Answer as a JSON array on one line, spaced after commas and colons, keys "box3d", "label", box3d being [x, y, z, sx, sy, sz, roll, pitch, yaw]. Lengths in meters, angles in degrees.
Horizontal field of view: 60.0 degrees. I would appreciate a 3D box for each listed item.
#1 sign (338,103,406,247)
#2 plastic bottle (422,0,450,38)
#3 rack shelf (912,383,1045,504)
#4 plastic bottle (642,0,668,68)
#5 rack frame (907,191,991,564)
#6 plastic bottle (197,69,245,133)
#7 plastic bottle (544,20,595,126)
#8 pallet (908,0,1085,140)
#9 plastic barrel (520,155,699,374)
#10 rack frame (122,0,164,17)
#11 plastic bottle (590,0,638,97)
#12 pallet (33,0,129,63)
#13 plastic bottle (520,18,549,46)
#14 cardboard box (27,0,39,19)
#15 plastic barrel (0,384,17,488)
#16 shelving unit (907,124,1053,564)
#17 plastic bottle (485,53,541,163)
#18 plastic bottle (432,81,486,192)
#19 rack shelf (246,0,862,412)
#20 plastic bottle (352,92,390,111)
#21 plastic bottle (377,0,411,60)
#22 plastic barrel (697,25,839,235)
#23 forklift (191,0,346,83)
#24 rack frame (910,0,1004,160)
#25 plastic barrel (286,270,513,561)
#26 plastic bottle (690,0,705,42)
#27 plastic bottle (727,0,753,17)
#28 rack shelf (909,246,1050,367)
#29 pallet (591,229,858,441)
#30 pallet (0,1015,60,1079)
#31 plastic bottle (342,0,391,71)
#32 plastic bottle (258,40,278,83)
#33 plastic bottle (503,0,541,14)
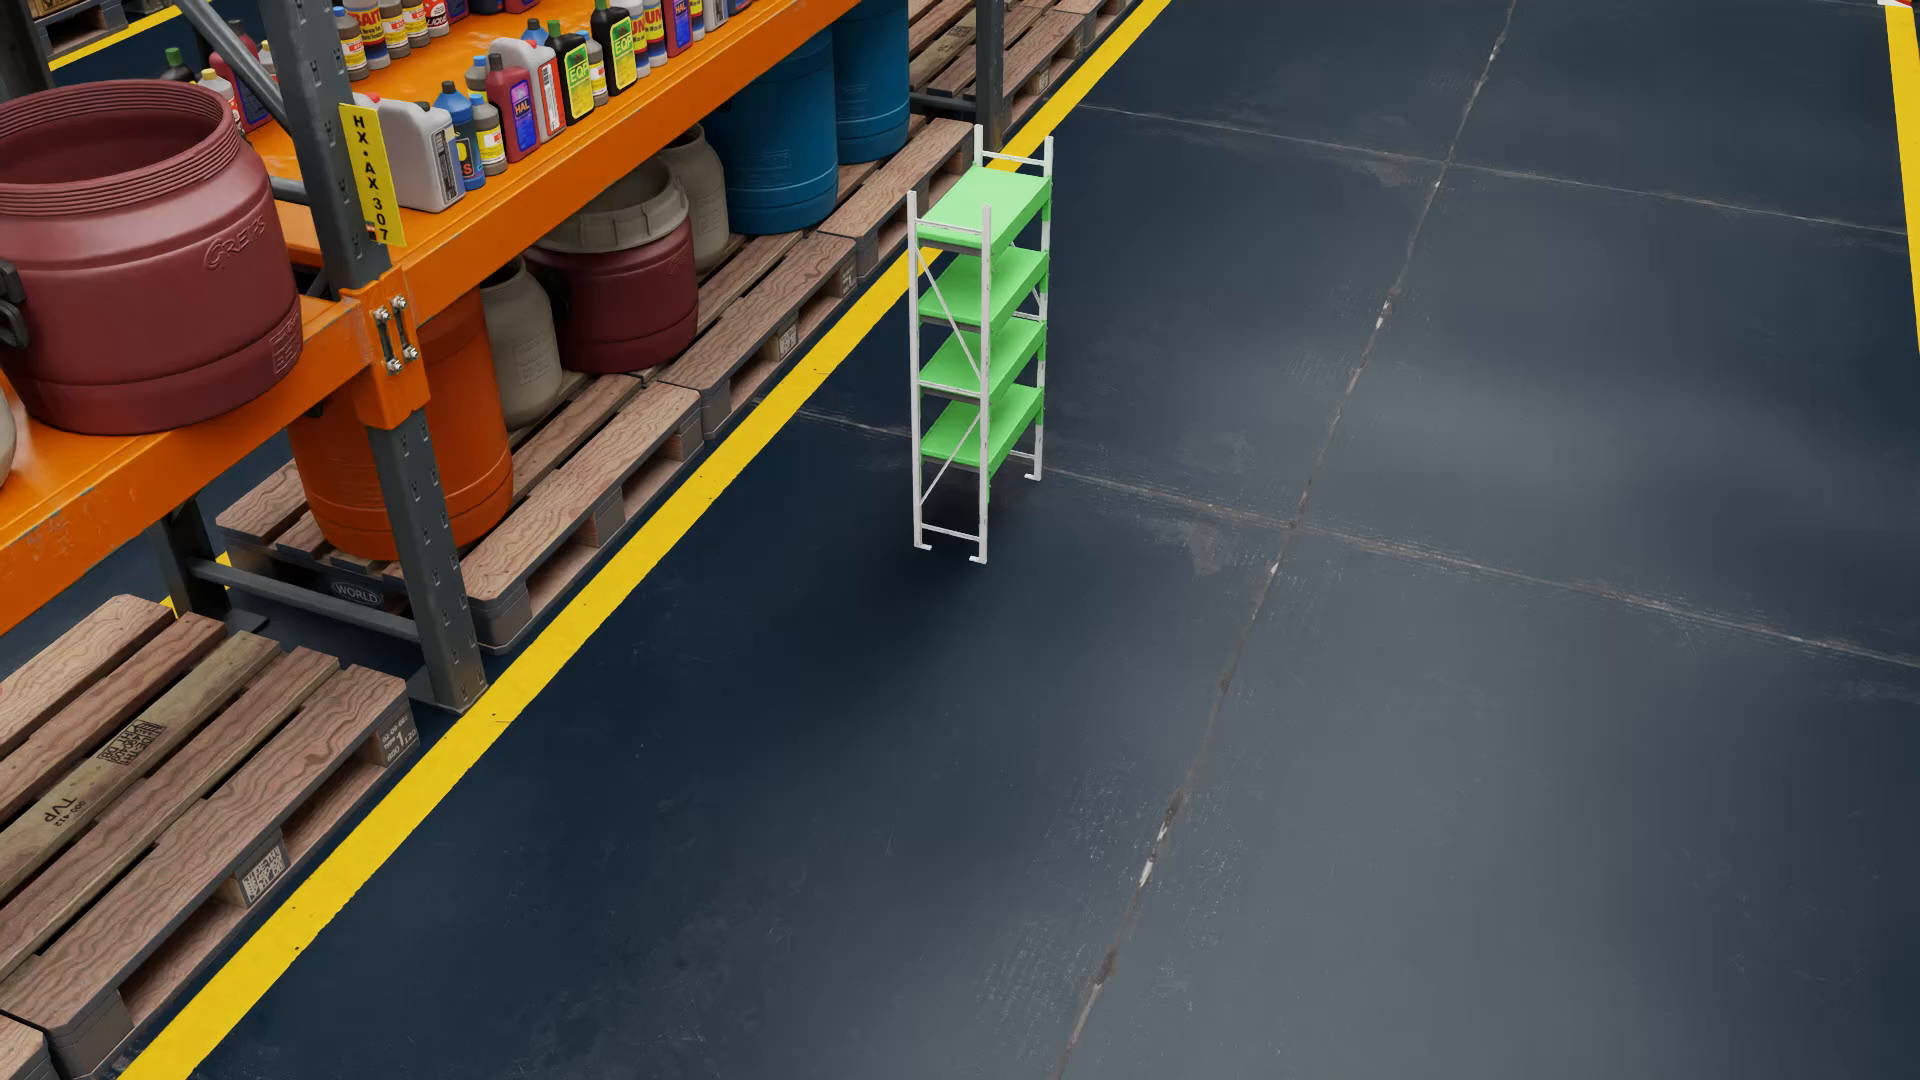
[{"box3d": [-1.301, -0.805, 3.685, 0.100, 0.325, 0.005, 14, 39, 18], "label": "sign"}, {"box3d": [-1.645, -1.667, 5.141, 0.097, 0.201, 0.097, 0, 37, 0], "label": "plastic bottle"}, {"box3d": [0.063, -0.329, 5.195, 0.258, 0.148, 0.480, 14, 39, 18], "label": "rack shelf"}, {"box3d": [-0.928, -1.545, 4.919, 0.097, 0.271, 0.097, 0, 37, 0], "label": "plastic bottle"}, {"box3d": [-0.030, -0.437, 4.833, 0.240, 1.200, 0.015, 14, 39, 18], "label": "rack frame"}, {"box3d": [-1.992, -1.162, 4.465, 0.097, 0.201, 0.097, 0, 37, 0], "label": "plastic bottle"}, {"box3d": [-1.080, -1.300, 4.581, 0.061, 0.283, 0.133, 14, 39, 18], "label": "plastic bottle"}, {"box3d": [-0.047, -2.375, 8.251, 1.003, 0.211, 1.213, 14, 39, 18], "label": "pallet"}, {"box3d": [-1.212, -0.963, 5.697, 0.600, 0.588, 0.708, 14, 39, 18], "label": "plastic barrel"}, {"box3d": [-4.870, -4.206, 8.372, 1.000, 3.000, 0.127, 14, 39, 18], "label": "rack frame"}, {"box3d": [-0.992, -1.428, 4.752, 0.061, 0.283, 0.133, 14, 39, 18], "label": "plastic bottle"}, {"box3d": [-5.144, -2.630, 8.592, 1.003, 0.211, 1.213, 14, 39, 18], "label": "pallet"}, {"box3d": [-1.160, -1.303, 4.596, 0.097, 0.271, 0.097, 0, 37, 0], "label": "plastic bottle"}, {"box3d": [-4.989, -2.771, 8.172, 0.500, 0.500, 0.500, 14, 39, 18], "label": "cardboard box"}, {"box3d": [-2.006, -0.287, 3.036, 0.421, 0.512, 0.421, 0, 37, 0], "label": "plastic barrel"}, {"box3d": [0.063, -0.572, 5.013, 0.258, 1.200, 0.503, 14, 39, 18], "label": "shelving unit"}, {"box3d": [-1.182, -1.152, 4.383, 0.061, 0.283, 0.133, 14, 39, 18], "label": "plastic bottle"}, {"box3d": [-1.280, -1.033, 4.234, 0.097, 0.271, 0.097, 0, 37, 0], "label": "plastic bottle"}, {"box3d": [-1.052, -1.680, 5.593, 1.077, 0.370, 4.000, 14, 39, 18], "label": "rack shelf"}, {"box3d": [-1.490, -1.012, 4.202, 0.152, 0.276, 0.135, 14, 39, 18], "label": "plastic bottle"}, {"box3d": [-1.719, -1.559, 4.997, 0.097, 0.201, 0.097, 0, 37, 0], "label": "plastic bottle"}, {"box3d": [-0.783, -1.714, 6.439, 0.600, 0.901, 0.708, 14, 39, 18], "label": "plastic barrel"}, {"box3d": [-2.772, -2.950, 6.749, 1.130, 2.935, 3.031, 19, 41, 23], "label": "forklift"}, {"box3d": [-0.291, -3.076, 6.859, 1.000, 3.000, 0.127, 14, 39, 18], "label": "rack frame"}, {"box3d": [-1.642, -0.435, 4.788, 0.600, 0.830, 0.708, 14, 39, 18], "label": "plastic barrel"}, {"box3d": [-0.840, -1.673, 5.090, 0.097, 0.271, 0.097, 0, 37, 0], "label": "plastic bottle"}, {"box3d": [-0.757, -1.862, 5.277, 0.144, 0.351, 0.185, 14, 39, 18], "label": "plastic bottle"}, {"box3d": [0.063, -0.713, 4.908, 0.258, 0.148, 0.480, 14, 39, 18], "label": "rack shelf"}, {"box3d": [-1.085, -0.863, 6.228, 1.003, 0.211, 1.213, 14, 39, 18], "label": "pallet"}, {"box3d": [-2.609, 1.349, 3.269, 1.003, 0.211, 1.213, 14, 39, 18], "label": "pallet"}, {"box3d": [-1.756, -1.534, 4.904, 0.097, 0.271, 0.097, 0, 37, 0], "label": "plastic bottle"}, {"box3d": [-1.905, -1.290, 4.636, 0.097, 0.201, 0.097, 0, 37, 0], "label": "plastic bottle"}, {"box3d": [-1.415, -1.838, 5.300, 0.061, 0.283, 0.133, 14, 39, 18], "label": "plastic bottle"}]
